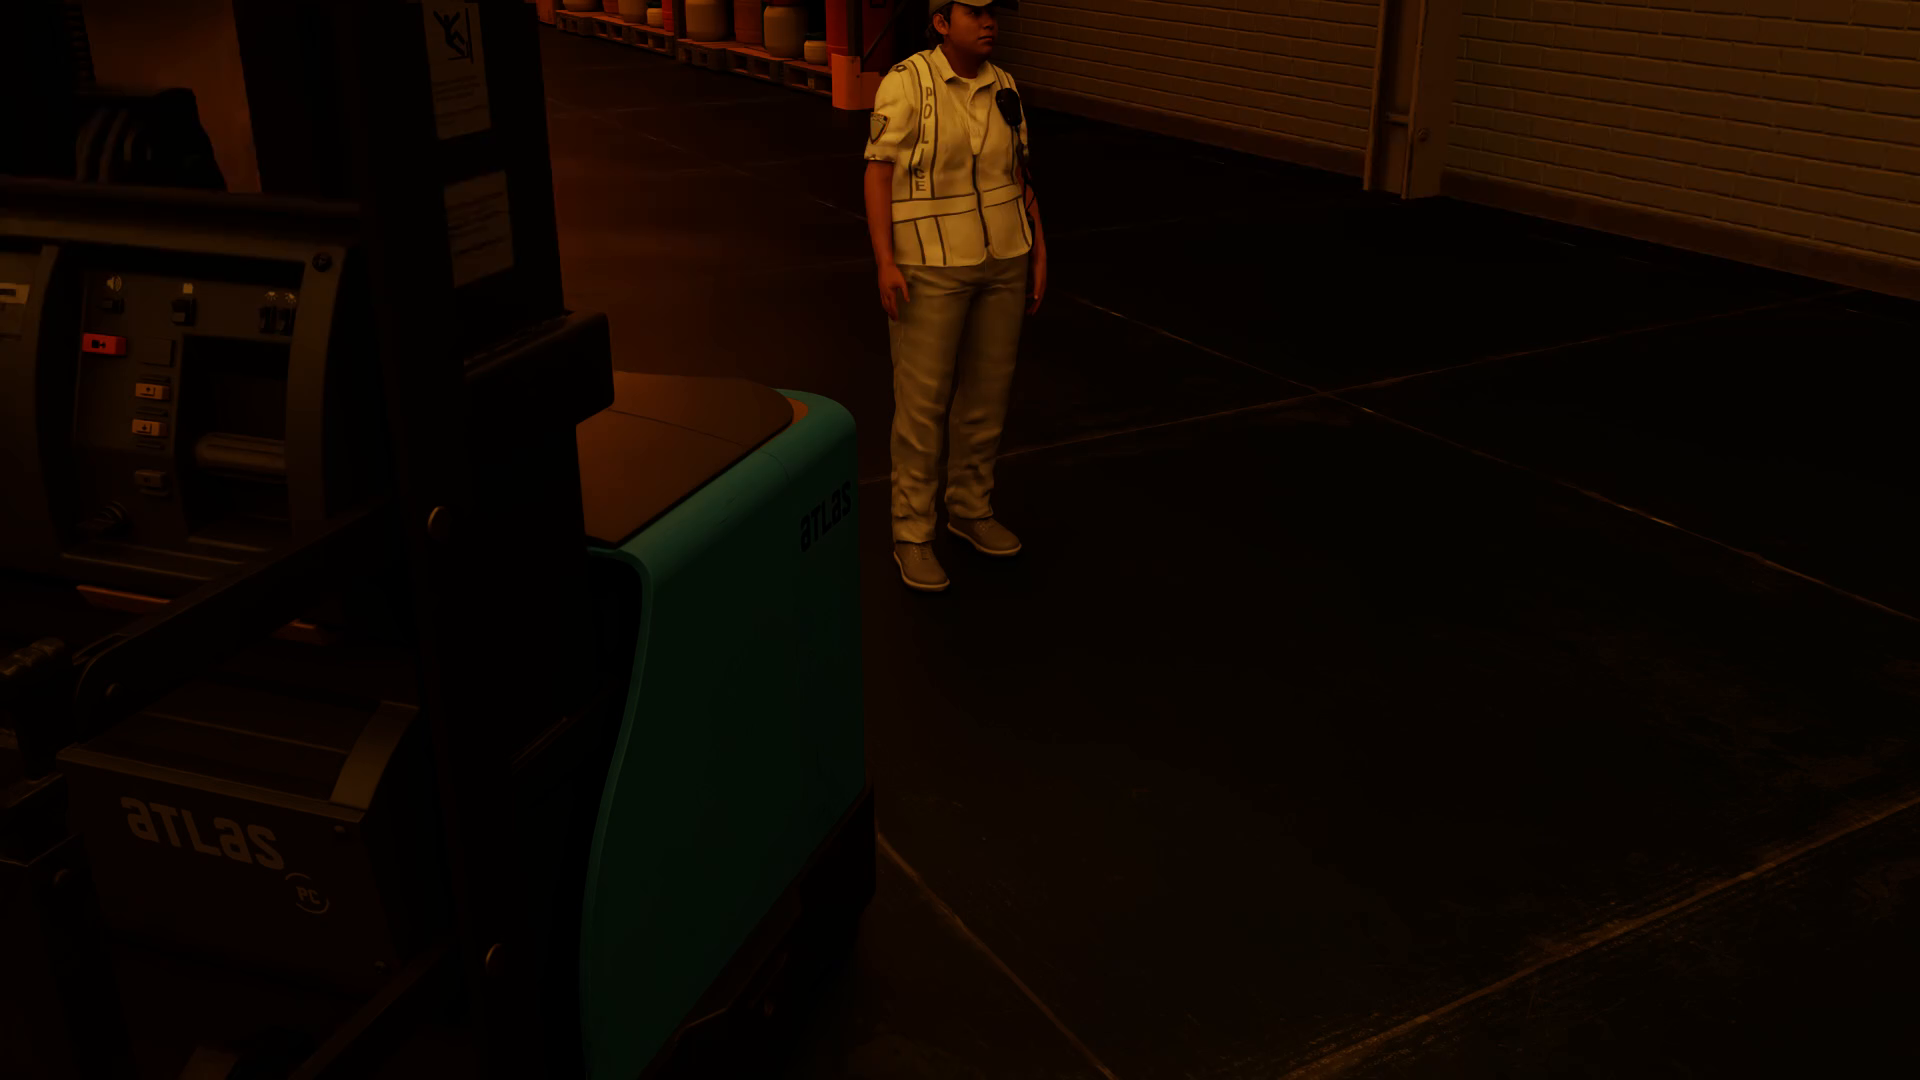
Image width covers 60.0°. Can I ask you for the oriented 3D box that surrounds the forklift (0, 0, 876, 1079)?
[{"bbox_3d":[-1.135,-0.153,1.646,1.130,2.935,3.031,8,24,18],"label":"forklift"}]

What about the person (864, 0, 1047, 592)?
[{"bbox_3d":[0.018,-0.748,4.743,0.598,1.670,0.529,-12,25,-28],"label":"person"}]
